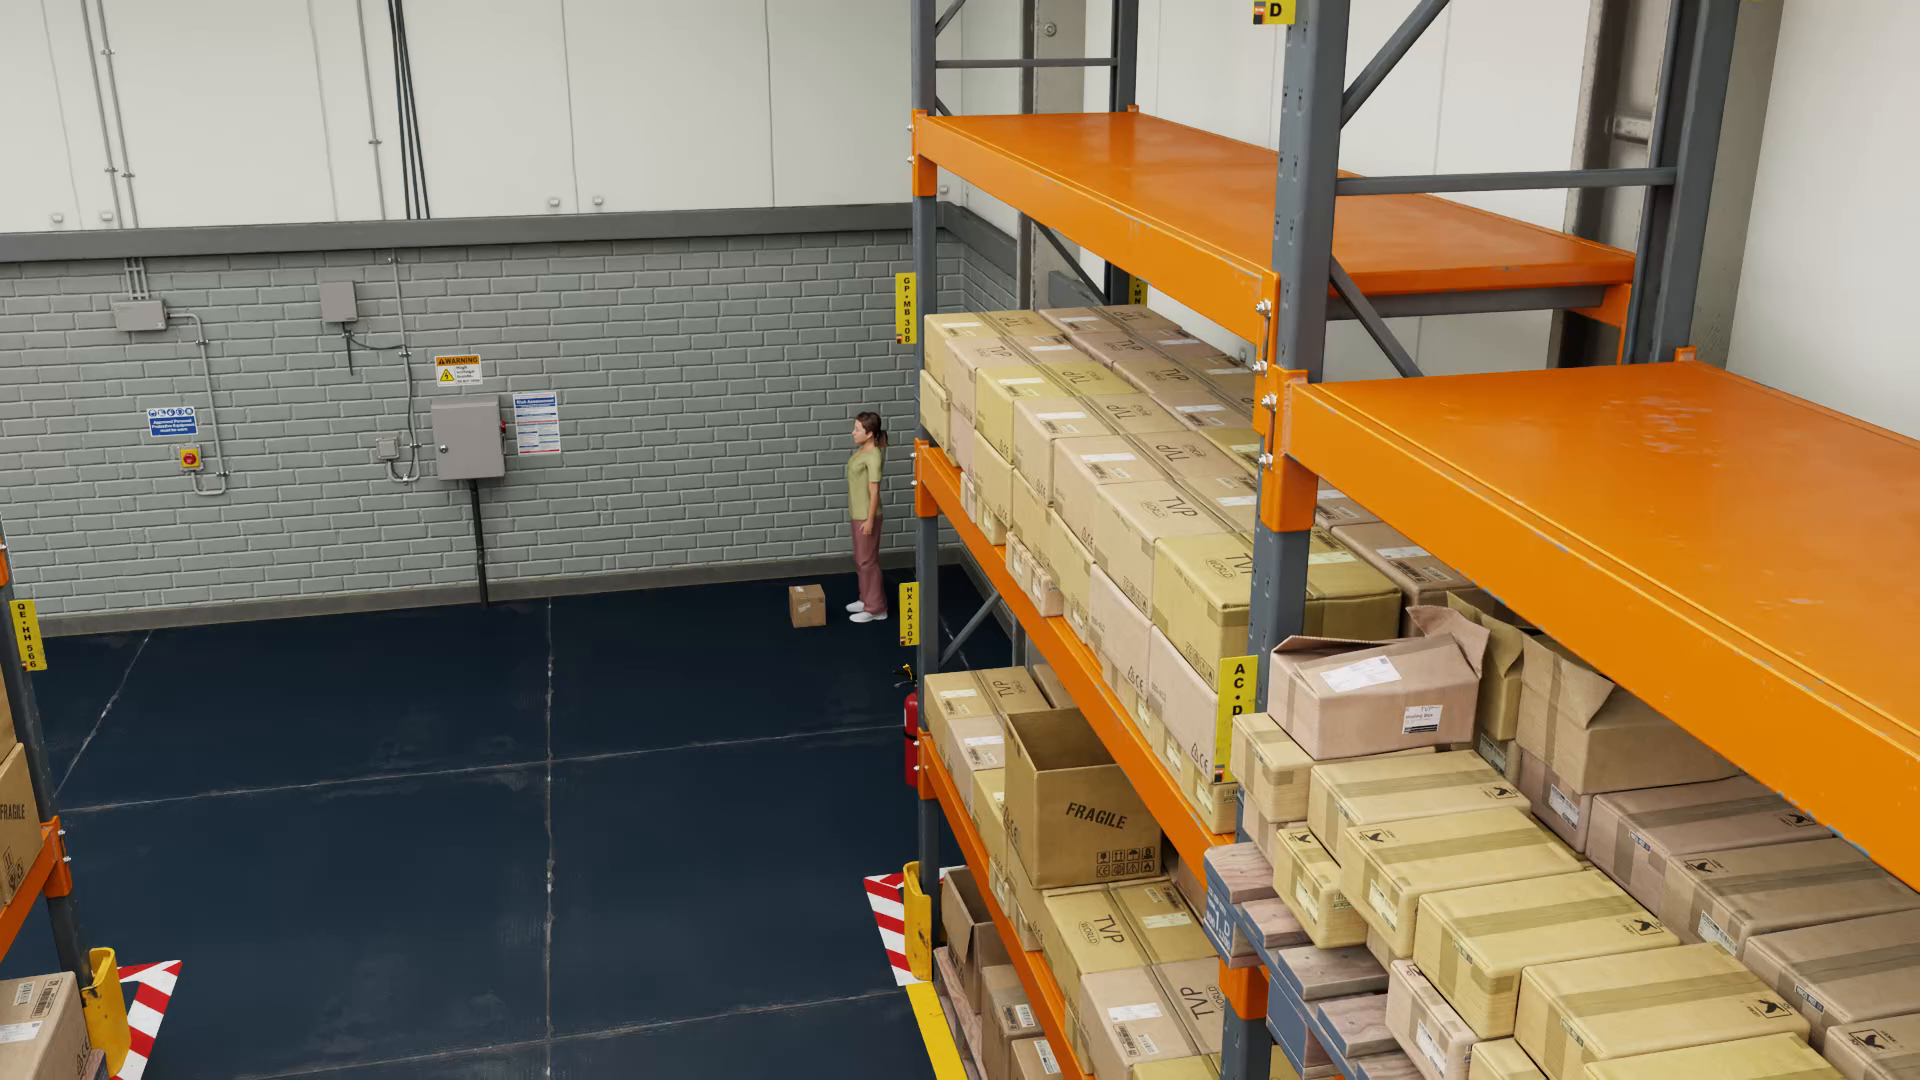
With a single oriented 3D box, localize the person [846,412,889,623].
[{"bbox_3d":[-0.711,-0.182,12.882,0.355,1.671,0.440,-4,20,-11],"label":"person"}]
